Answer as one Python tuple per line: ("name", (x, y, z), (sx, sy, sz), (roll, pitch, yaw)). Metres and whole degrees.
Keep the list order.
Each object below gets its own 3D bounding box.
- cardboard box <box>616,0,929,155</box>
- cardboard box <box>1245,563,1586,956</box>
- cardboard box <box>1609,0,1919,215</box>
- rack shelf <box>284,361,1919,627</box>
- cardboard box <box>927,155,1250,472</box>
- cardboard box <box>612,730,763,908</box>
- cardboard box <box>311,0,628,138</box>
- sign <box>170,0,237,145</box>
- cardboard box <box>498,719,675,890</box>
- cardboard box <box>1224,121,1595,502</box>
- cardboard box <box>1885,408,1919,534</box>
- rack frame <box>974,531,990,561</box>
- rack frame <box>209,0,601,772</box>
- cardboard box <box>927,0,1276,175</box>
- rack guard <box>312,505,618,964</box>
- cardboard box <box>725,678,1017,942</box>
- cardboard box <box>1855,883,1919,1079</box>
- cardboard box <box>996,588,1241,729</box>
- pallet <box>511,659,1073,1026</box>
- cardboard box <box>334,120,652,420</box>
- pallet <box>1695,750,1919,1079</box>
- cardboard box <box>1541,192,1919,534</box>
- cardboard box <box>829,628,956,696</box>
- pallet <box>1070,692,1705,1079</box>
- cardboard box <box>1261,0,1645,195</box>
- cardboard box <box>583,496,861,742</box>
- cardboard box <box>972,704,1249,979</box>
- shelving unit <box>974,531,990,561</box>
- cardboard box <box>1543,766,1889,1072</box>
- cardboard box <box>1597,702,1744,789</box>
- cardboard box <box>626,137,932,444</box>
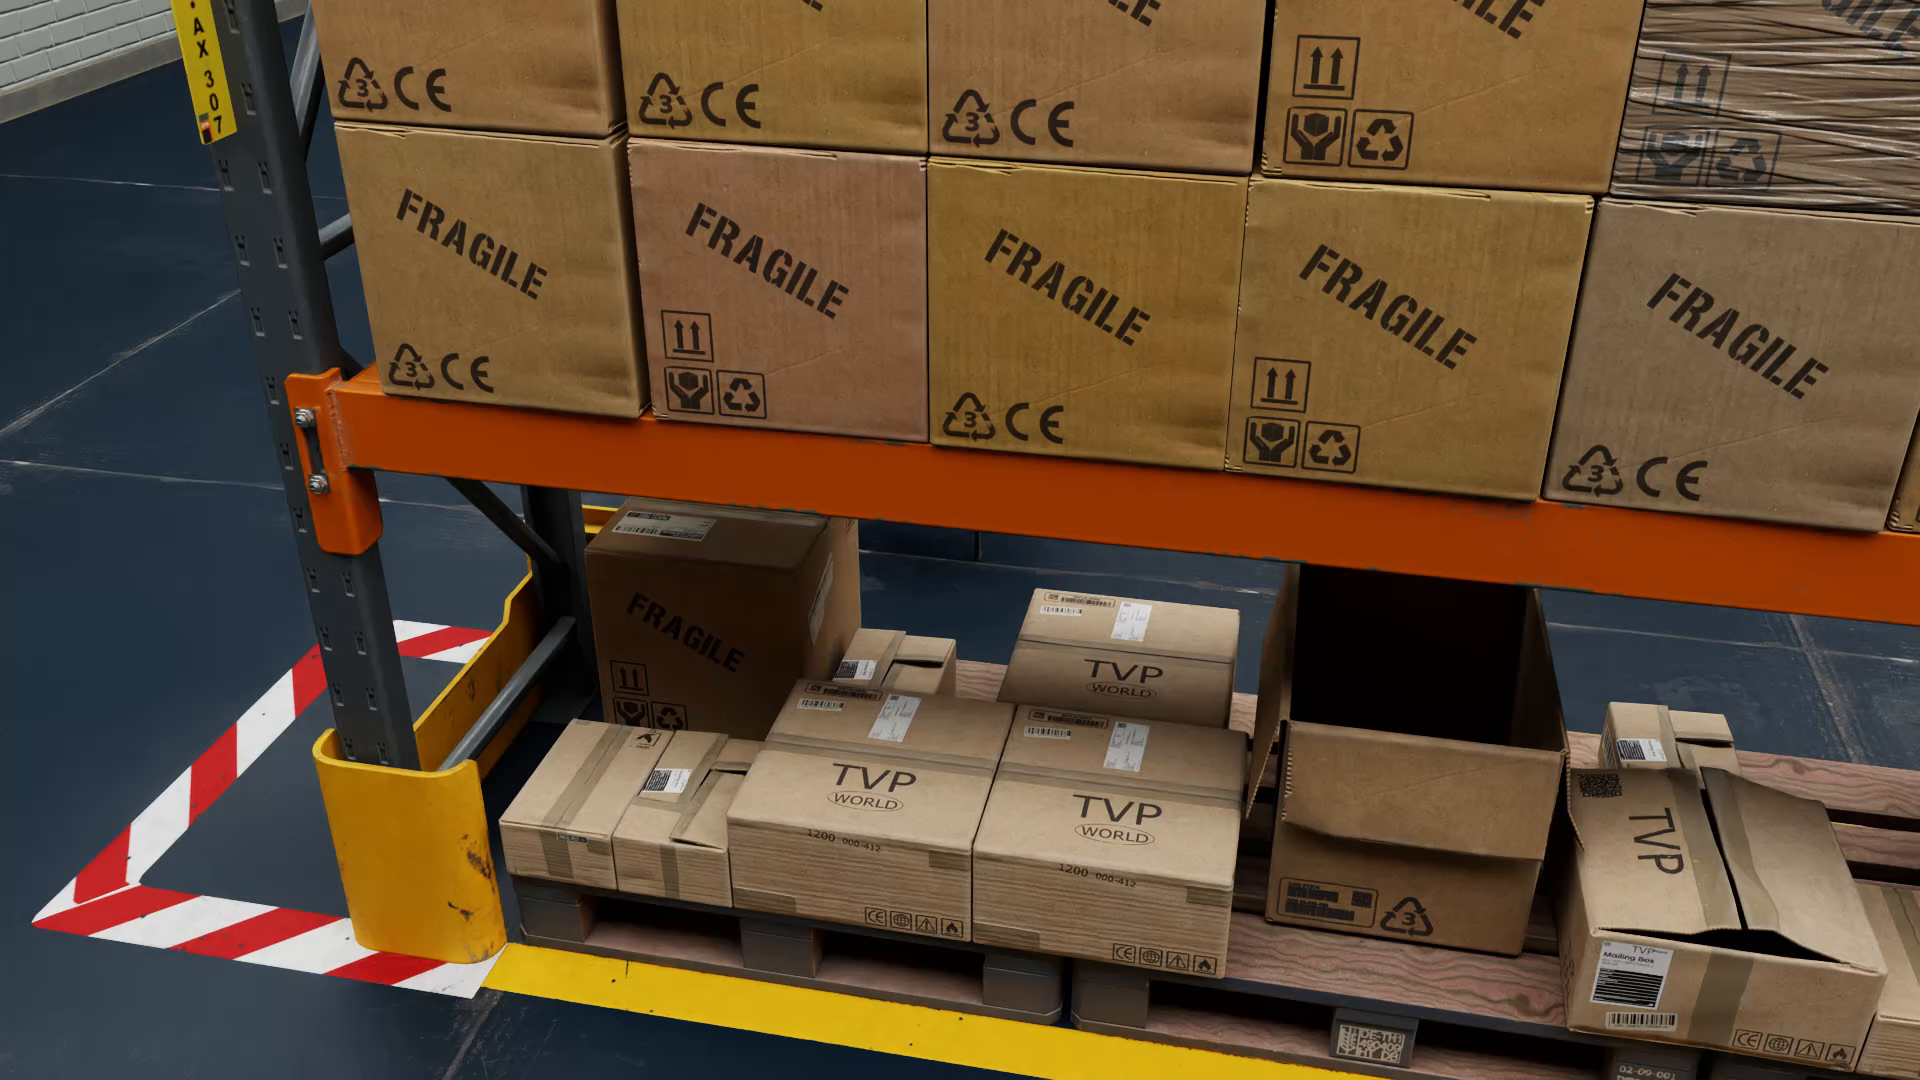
("cardboard box", (-0.240, -0.961, 2.736), (0.500, 0.500, 0.500), (6, 29, 11))
("cardboard box", (0.942, 0.422, 3.498), (0.637, 0.503, 0.797), (6, 29, 11))
("cardboard box", (1.237, -0.807, 2.454), (0.500, 0.500, 0.500), (6, 29, 11))
("rack shelf", (0.824, -0.179, 3.203), (4.000, 0.370, 1.077), (6, 29, 11))
("cardboard box", (0.243, -0.470, 2.881), (0.500, 0.500, 0.500), (6, 29, 10))
("cardboard box", (-0.549, 0.583, 3.554), (0.250, 0.166, 0.380), (6, 29, 11))
("cardboard box", (-0.753, -1.010, 2.825), (0.500, 0.500, 0.500), (7, 29, 12))
("sign", (-1.245, -0.820, 2.723), (0.005, 0.325, 0.100), (6, 29, 11))
("cardboard box", (-0.794, 0.565, 3.604), (0.250, 0.149, 0.380), (6, 29, 11))
("cardboard box", (0.732, -0.419, 2.788), (0.500, 0.500, 0.500), (6, 29, 11))
("cardboard box", (1.734, -0.319, 2.605), (0.500, 0.500, 0.500), (7, 29, 12))
("rack frame", (0.077, -0.518, 4.948), (0.015, 1.200, 0.240), (6, 29, 11))
("rack frame", (-1.131, -0.695, 3.397), (0.127, 3.000, 1.000), (6, 29, 11))
("cardboard box", (0.249, -0.908, 2.640), (0.500, 0.500, 0.500), (6, 29, 11))
("rack guard", (-1.057, 0.409, 3.983), (0.348, 0.500, 1.175), (6, 29, 11))
("cardboard box", (-0.170, 0.556, 3.517), (0.500, 0.250, 0.500), (6, 29, 11))
("cardboard box", (1.785, 0.830, 3.121), (0.250, 0.149, 0.380), (6, 29, 11))
("cardboard box", (0.375, 0.366, 3.863), (0.500, 0.250, 0.500), (6, 29, 11))
("pallet", (-0.277, 0.615, 3.907), (1.213, 0.211, 1.003), (6, 29, 11))
("cardboard box", (-0.753, -0.571, 3.065), (0.500, 0.500, 0.500), (6, 29, 12))
("pallet", (2.109, 0.860, 3.460), (1.213, 0.211, 1.003), (6, 29, 11))
("cardboard box", (1.231, -0.369, 2.697), (0.500, 0.500, 0.500), (7, 29, 12))
("cardboard box", (-0.171, 0.376, 3.932), (0.250, 0.166, 0.380), (6, 29, 11))
("pallet", (0.912, 0.738, 3.682), (1.213, 0.211, 1.003), (6, 29, 11))
("cardboard box", (0.746, -0.858, 2.548), (0.500, 0.500, 0.500), (6, 29, 10))
("cardboard box", (-0.548, 0.147, 4.003), (0.500, 0.500, 0.500), (6, 29, 11))
("cardboard box", (0.319, 0.606, 3.425), (0.500, 0.250, 0.500), (6, 29, 11))
("shelving unit", (-0.162, -0.543, 4.992), (0.503, 1.200, 0.258), (6, 29, 11))
("cardboard box", (1.430, 0.693, 3.202), (0.500, 0.311, 0.500), (6, 29, 11))
("cardboard box", (1.567, 0.530, 3.651), (0.250, 0.166, 0.380), (6, 29, 11))
("cardboard box", (-0.247, -0.522, 2.975), (0.500, 0.500, 0.500), (6, 29, 10))
